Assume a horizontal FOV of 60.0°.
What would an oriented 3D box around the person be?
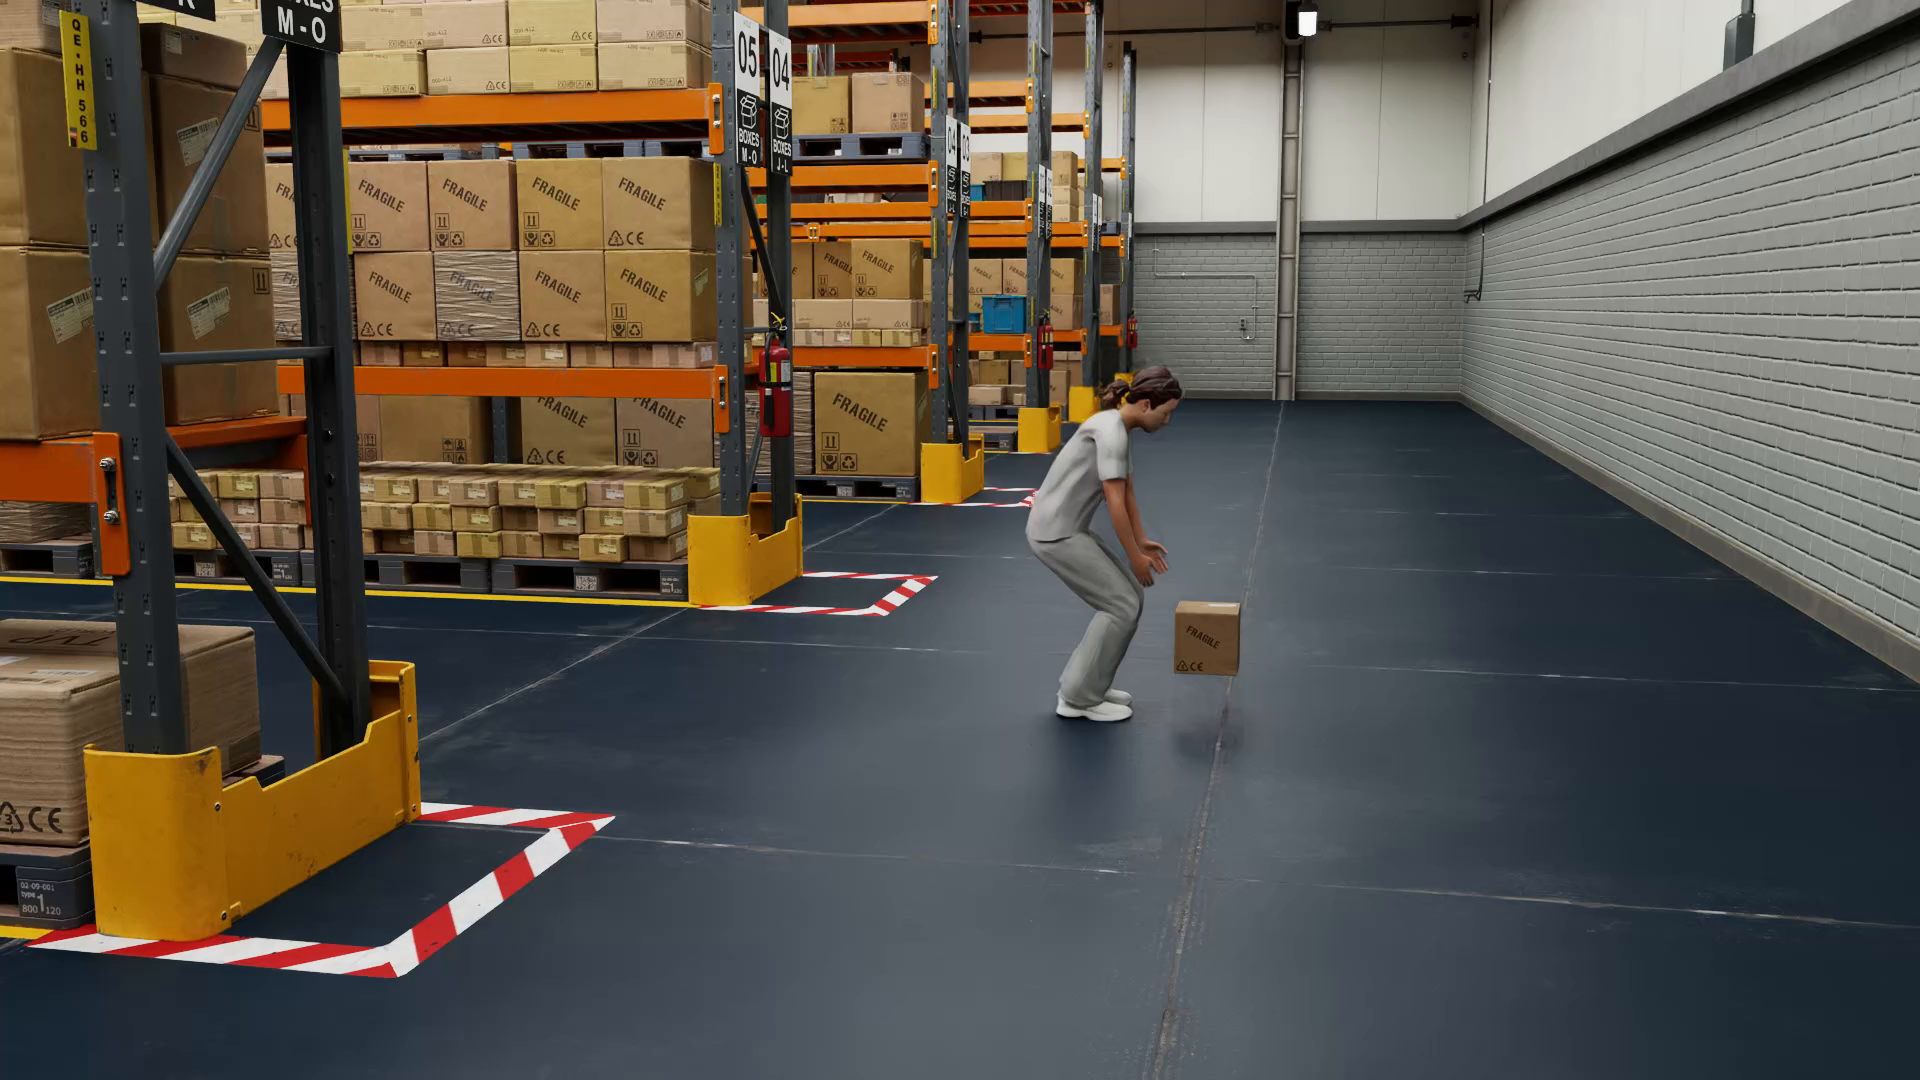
[{"bbox_3d":[0.583,0.001,6.759,0.615,1.418,0.490,2,8,11],"label":"person"}]
